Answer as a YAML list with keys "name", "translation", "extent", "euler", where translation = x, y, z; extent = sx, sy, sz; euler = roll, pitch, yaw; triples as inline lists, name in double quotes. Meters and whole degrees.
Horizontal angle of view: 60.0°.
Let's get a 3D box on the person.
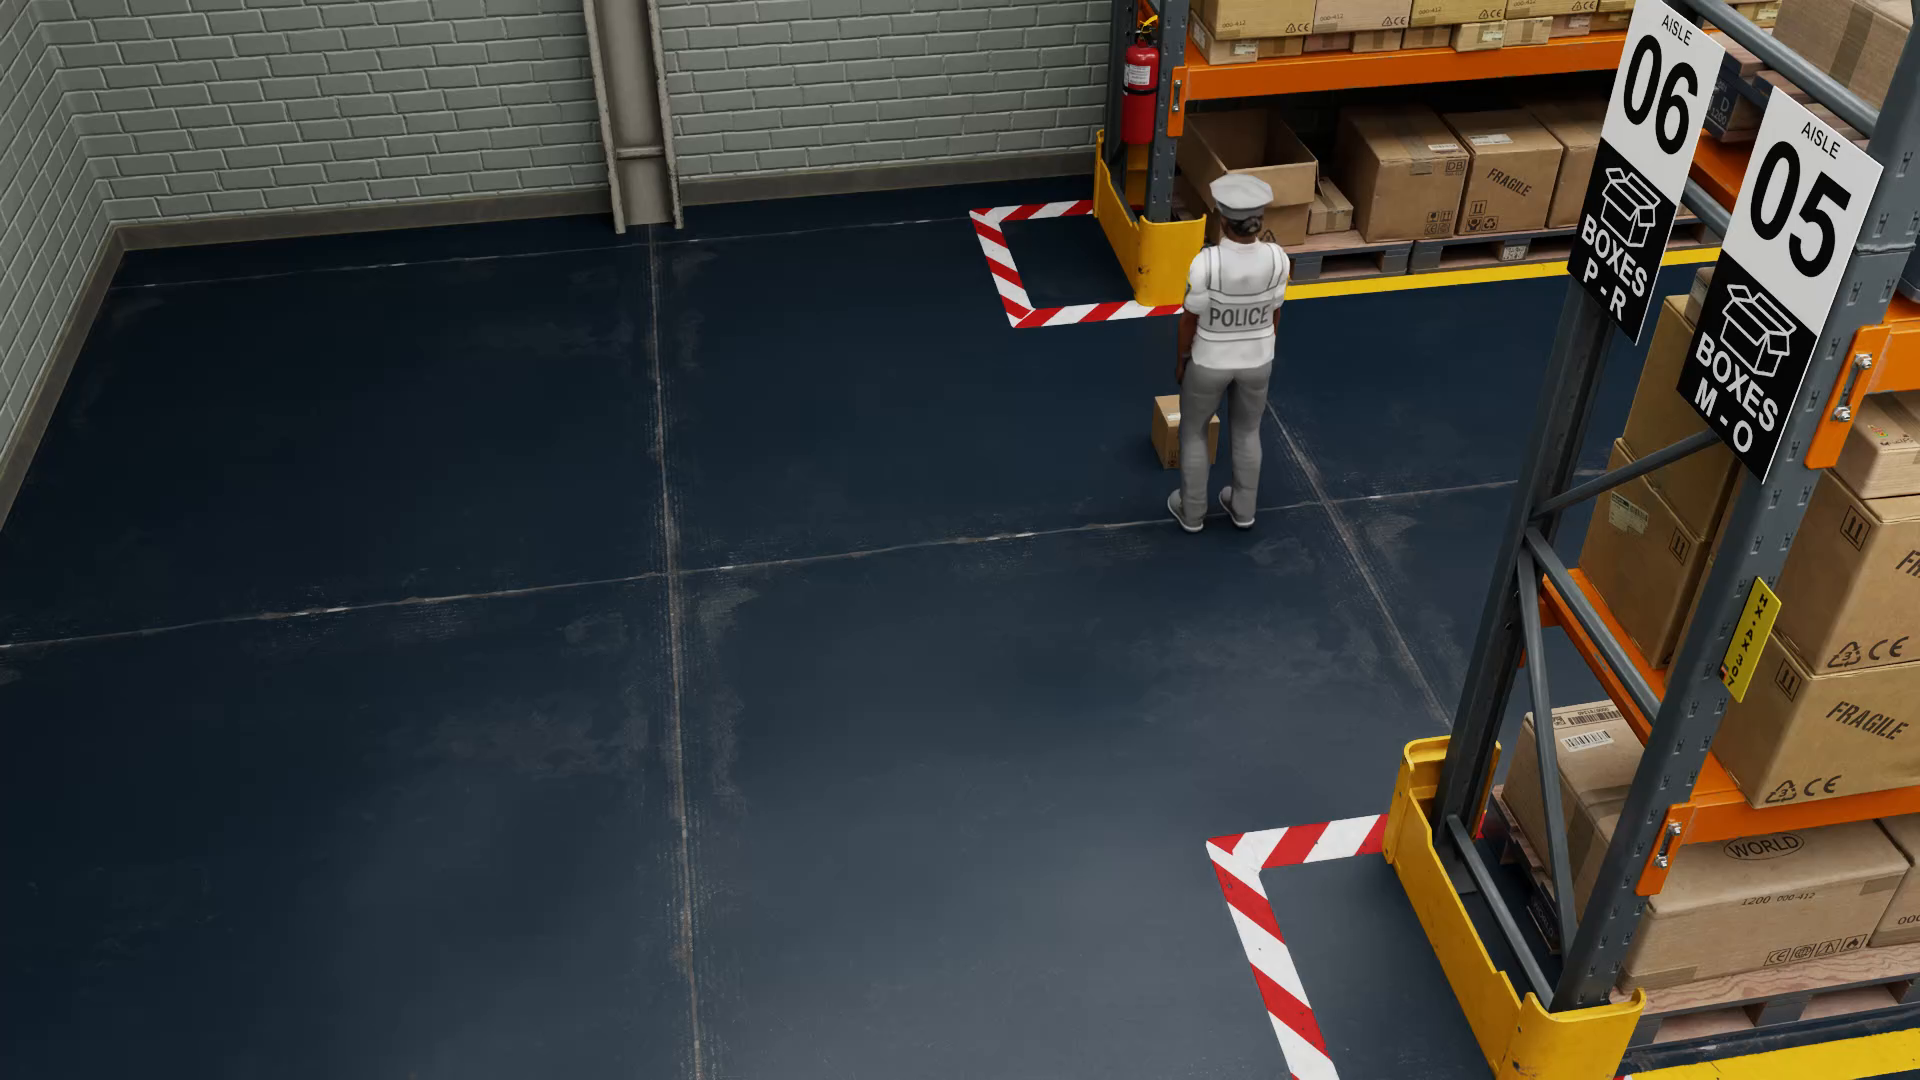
- name: "person"
  translation: [1.126, -0.760, 7.108]
  extent: [0.438, 1.661, 0.340]
  euler: [-6, 39, -7]
